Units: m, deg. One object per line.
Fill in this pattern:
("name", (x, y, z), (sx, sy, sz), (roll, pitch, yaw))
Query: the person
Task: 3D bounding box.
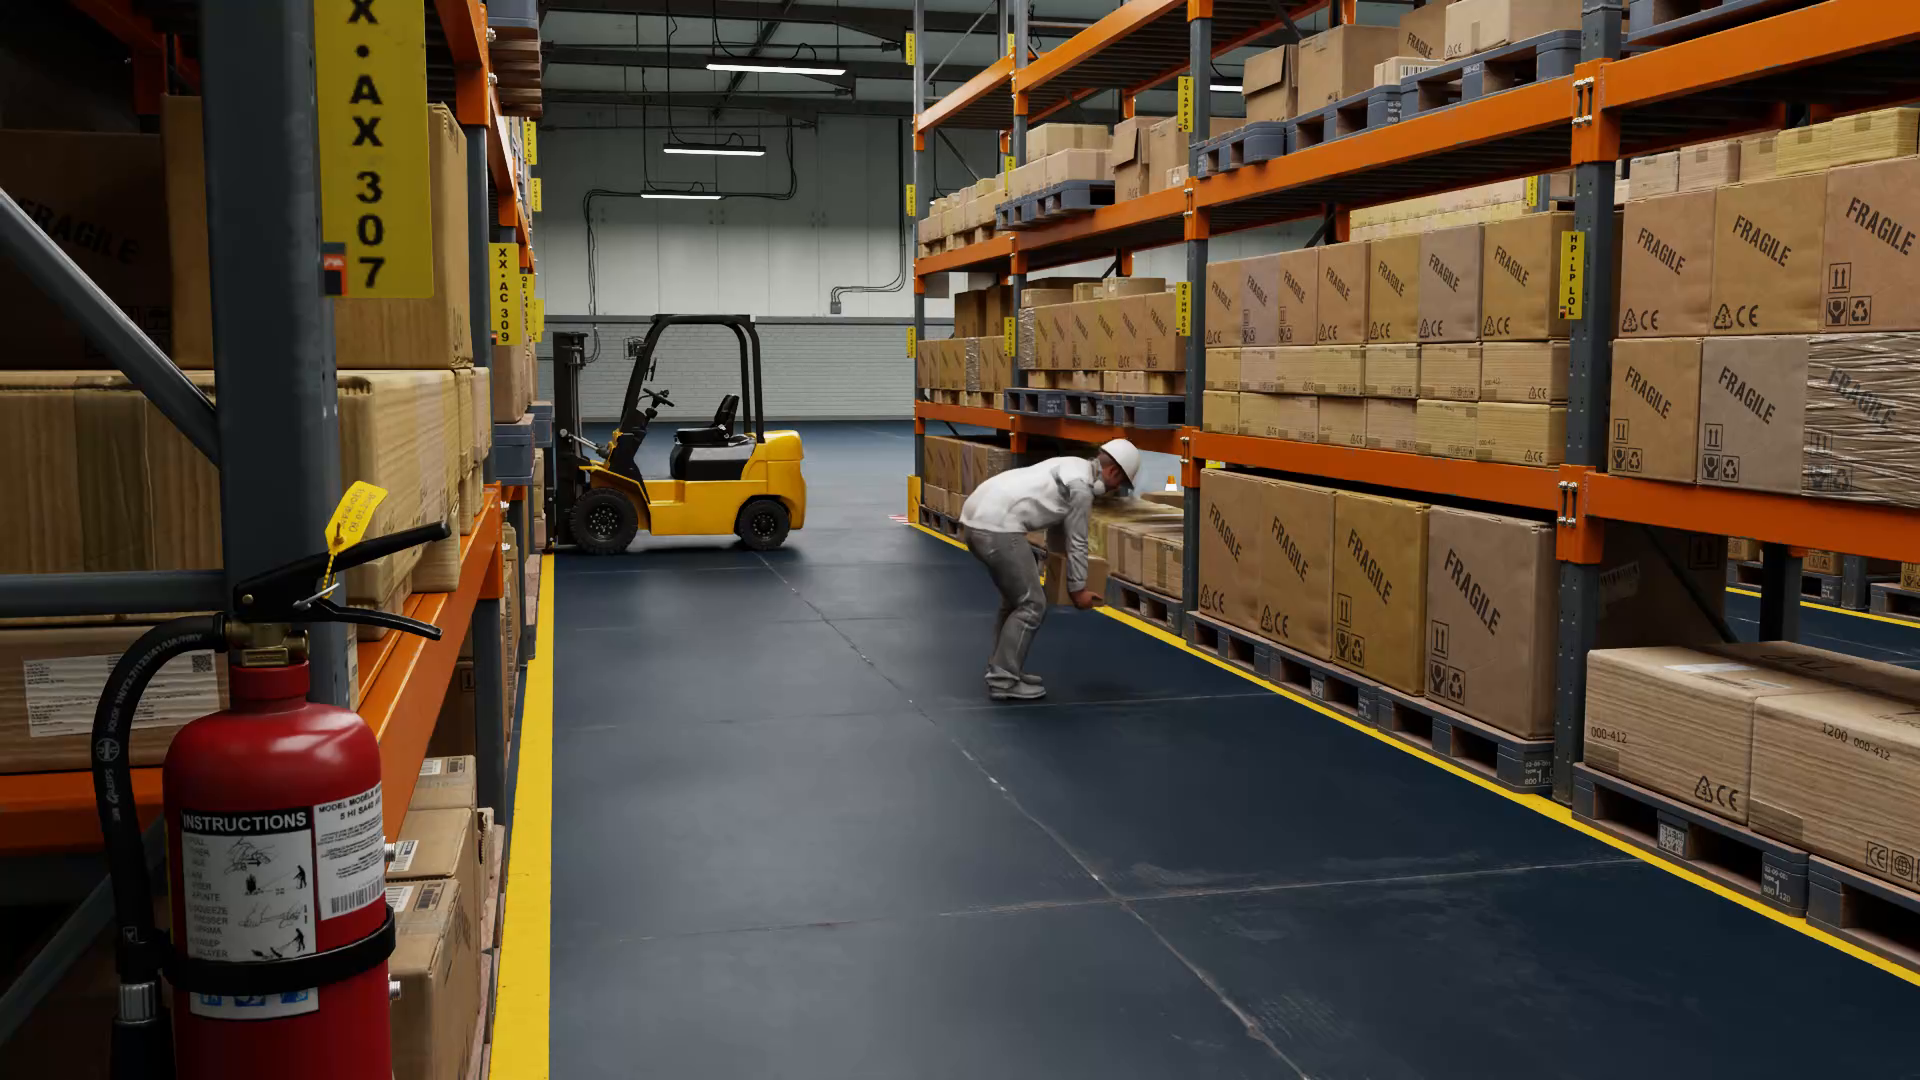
("person", (0.482, 0.139, 8.669), (0.959, 1.321, 0.462), (-2, 6, -15))
